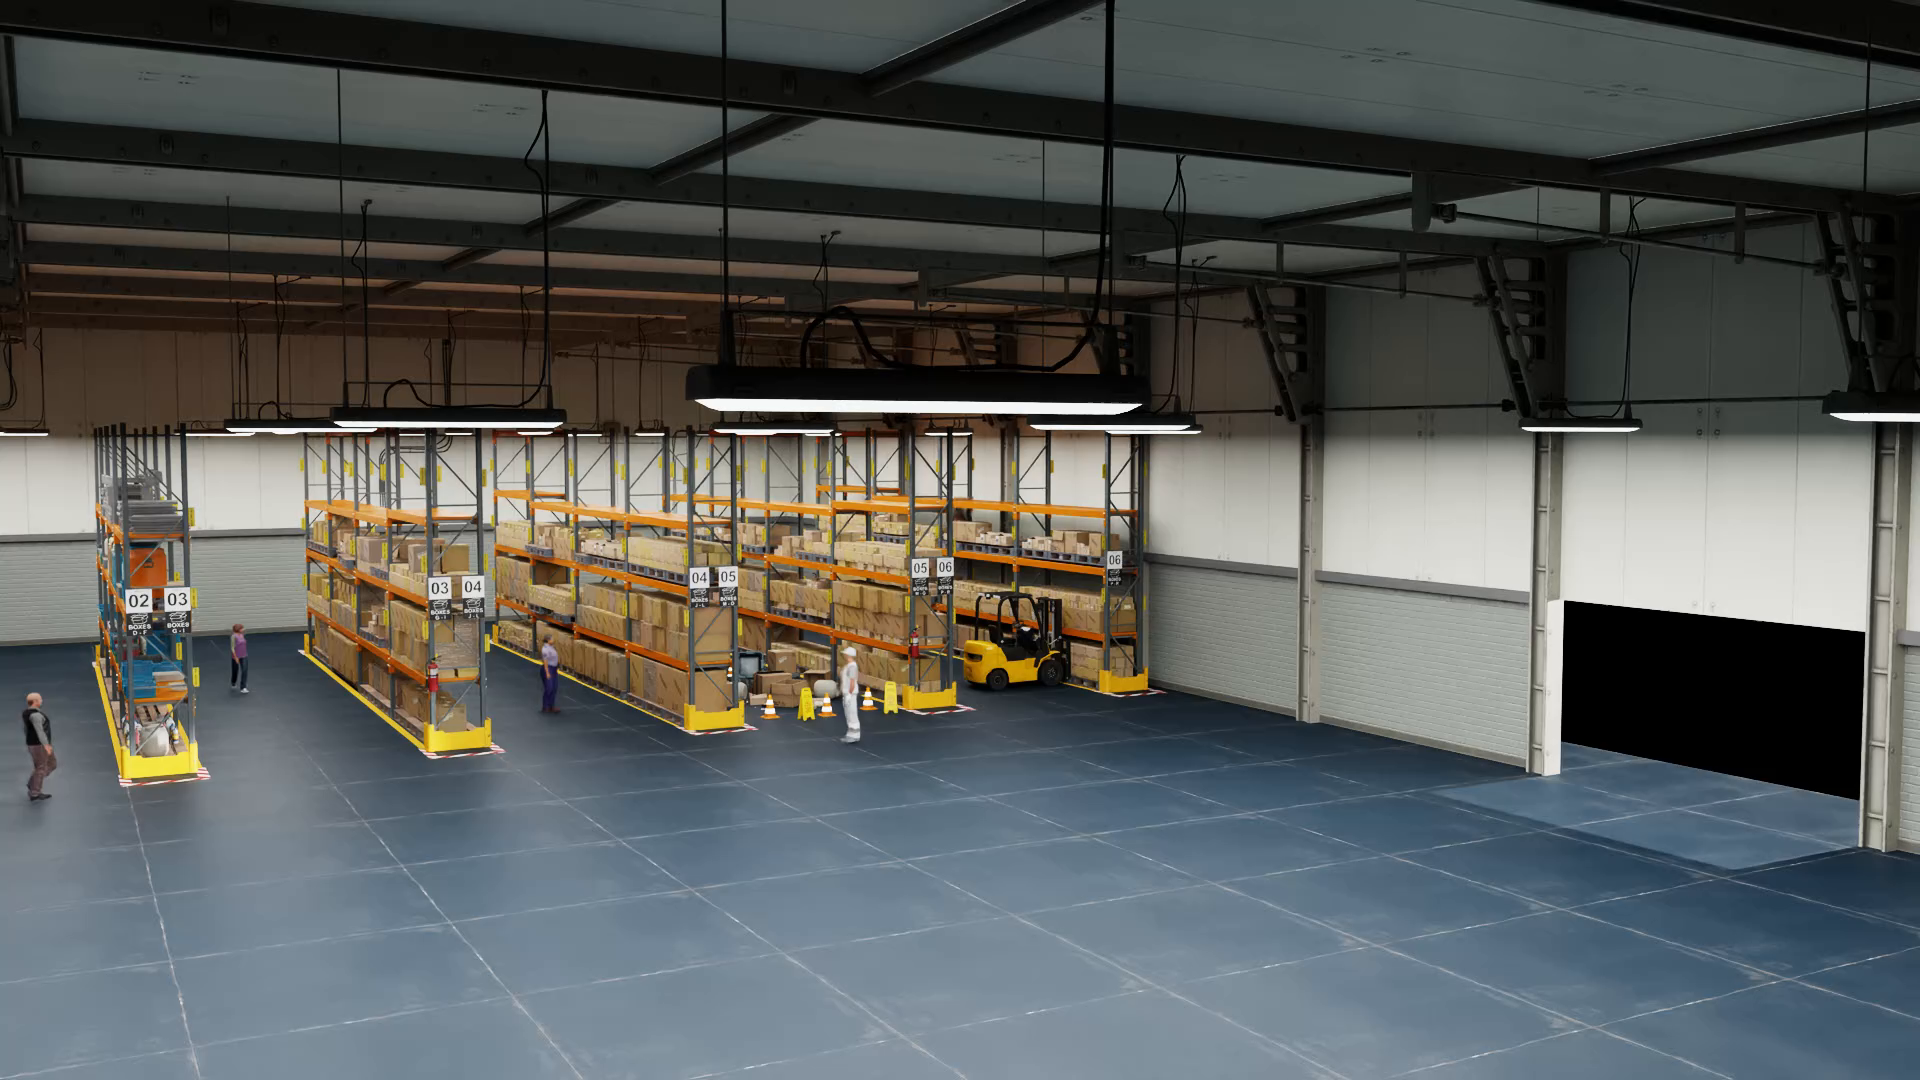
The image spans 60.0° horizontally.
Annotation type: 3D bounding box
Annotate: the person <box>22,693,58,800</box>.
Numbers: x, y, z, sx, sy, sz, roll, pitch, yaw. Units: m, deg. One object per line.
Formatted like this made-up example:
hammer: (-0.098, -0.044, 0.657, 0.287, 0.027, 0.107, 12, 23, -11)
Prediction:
person: (-14.550, 3.255, 26.298, 0.470, 1.706, 0.536, -2, 4, -28)

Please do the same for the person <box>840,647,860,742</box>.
person: (-2.079, 2.928, 31.428, 0.358, 1.812, 0.617, -1, 4, -17)

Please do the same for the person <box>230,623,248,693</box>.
person: (-16.333, 2.658, 37.635, 0.390, 1.556, 0.823, -2, 4, -36)

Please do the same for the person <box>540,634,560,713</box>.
person: (-8.637, 2.825, 35.001, 0.361, 1.722, 0.546, 1, 3, 9)
